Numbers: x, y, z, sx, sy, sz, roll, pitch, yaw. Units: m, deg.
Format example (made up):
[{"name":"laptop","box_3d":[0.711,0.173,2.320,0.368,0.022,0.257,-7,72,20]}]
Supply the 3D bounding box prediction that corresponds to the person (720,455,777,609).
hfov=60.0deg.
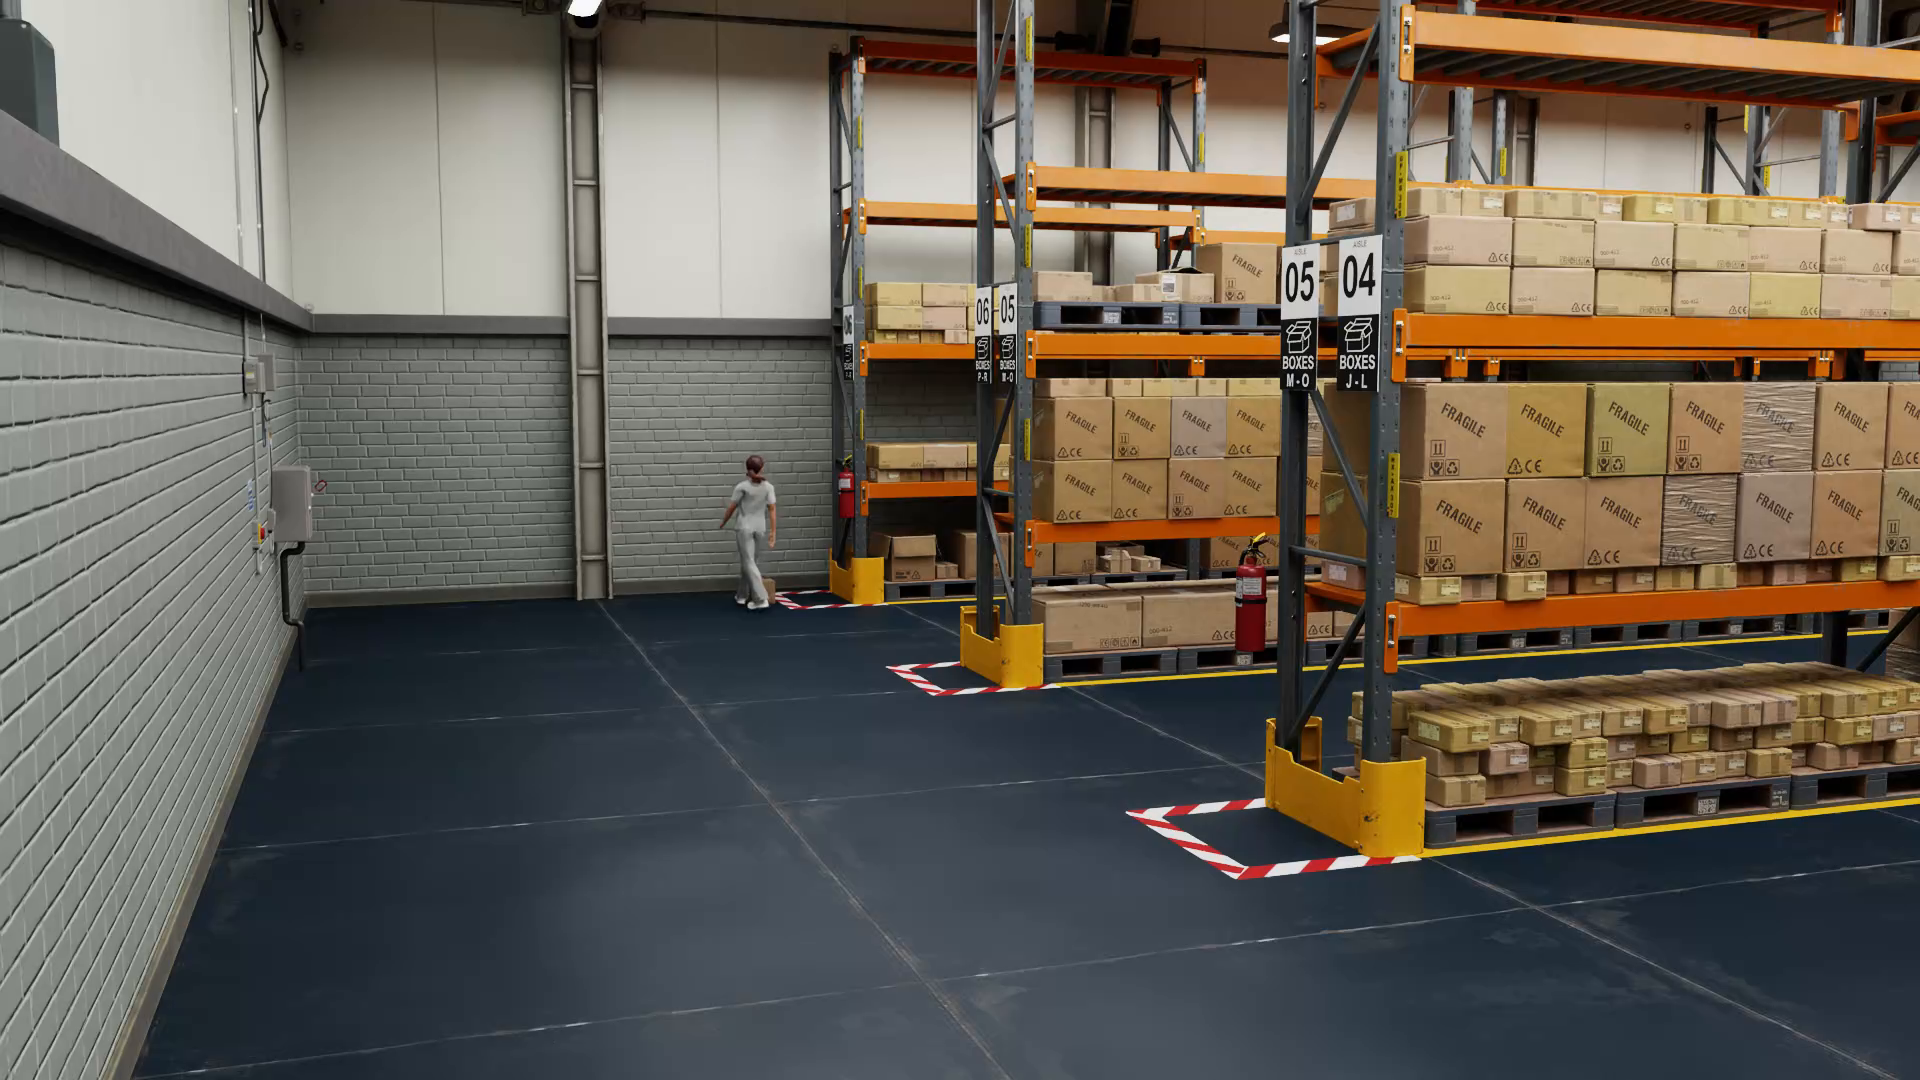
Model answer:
[{"name":"person","box_3d":[-2.239,-0.097,17.561,0.497,1.617,0.946,-3,7,-29]}]
